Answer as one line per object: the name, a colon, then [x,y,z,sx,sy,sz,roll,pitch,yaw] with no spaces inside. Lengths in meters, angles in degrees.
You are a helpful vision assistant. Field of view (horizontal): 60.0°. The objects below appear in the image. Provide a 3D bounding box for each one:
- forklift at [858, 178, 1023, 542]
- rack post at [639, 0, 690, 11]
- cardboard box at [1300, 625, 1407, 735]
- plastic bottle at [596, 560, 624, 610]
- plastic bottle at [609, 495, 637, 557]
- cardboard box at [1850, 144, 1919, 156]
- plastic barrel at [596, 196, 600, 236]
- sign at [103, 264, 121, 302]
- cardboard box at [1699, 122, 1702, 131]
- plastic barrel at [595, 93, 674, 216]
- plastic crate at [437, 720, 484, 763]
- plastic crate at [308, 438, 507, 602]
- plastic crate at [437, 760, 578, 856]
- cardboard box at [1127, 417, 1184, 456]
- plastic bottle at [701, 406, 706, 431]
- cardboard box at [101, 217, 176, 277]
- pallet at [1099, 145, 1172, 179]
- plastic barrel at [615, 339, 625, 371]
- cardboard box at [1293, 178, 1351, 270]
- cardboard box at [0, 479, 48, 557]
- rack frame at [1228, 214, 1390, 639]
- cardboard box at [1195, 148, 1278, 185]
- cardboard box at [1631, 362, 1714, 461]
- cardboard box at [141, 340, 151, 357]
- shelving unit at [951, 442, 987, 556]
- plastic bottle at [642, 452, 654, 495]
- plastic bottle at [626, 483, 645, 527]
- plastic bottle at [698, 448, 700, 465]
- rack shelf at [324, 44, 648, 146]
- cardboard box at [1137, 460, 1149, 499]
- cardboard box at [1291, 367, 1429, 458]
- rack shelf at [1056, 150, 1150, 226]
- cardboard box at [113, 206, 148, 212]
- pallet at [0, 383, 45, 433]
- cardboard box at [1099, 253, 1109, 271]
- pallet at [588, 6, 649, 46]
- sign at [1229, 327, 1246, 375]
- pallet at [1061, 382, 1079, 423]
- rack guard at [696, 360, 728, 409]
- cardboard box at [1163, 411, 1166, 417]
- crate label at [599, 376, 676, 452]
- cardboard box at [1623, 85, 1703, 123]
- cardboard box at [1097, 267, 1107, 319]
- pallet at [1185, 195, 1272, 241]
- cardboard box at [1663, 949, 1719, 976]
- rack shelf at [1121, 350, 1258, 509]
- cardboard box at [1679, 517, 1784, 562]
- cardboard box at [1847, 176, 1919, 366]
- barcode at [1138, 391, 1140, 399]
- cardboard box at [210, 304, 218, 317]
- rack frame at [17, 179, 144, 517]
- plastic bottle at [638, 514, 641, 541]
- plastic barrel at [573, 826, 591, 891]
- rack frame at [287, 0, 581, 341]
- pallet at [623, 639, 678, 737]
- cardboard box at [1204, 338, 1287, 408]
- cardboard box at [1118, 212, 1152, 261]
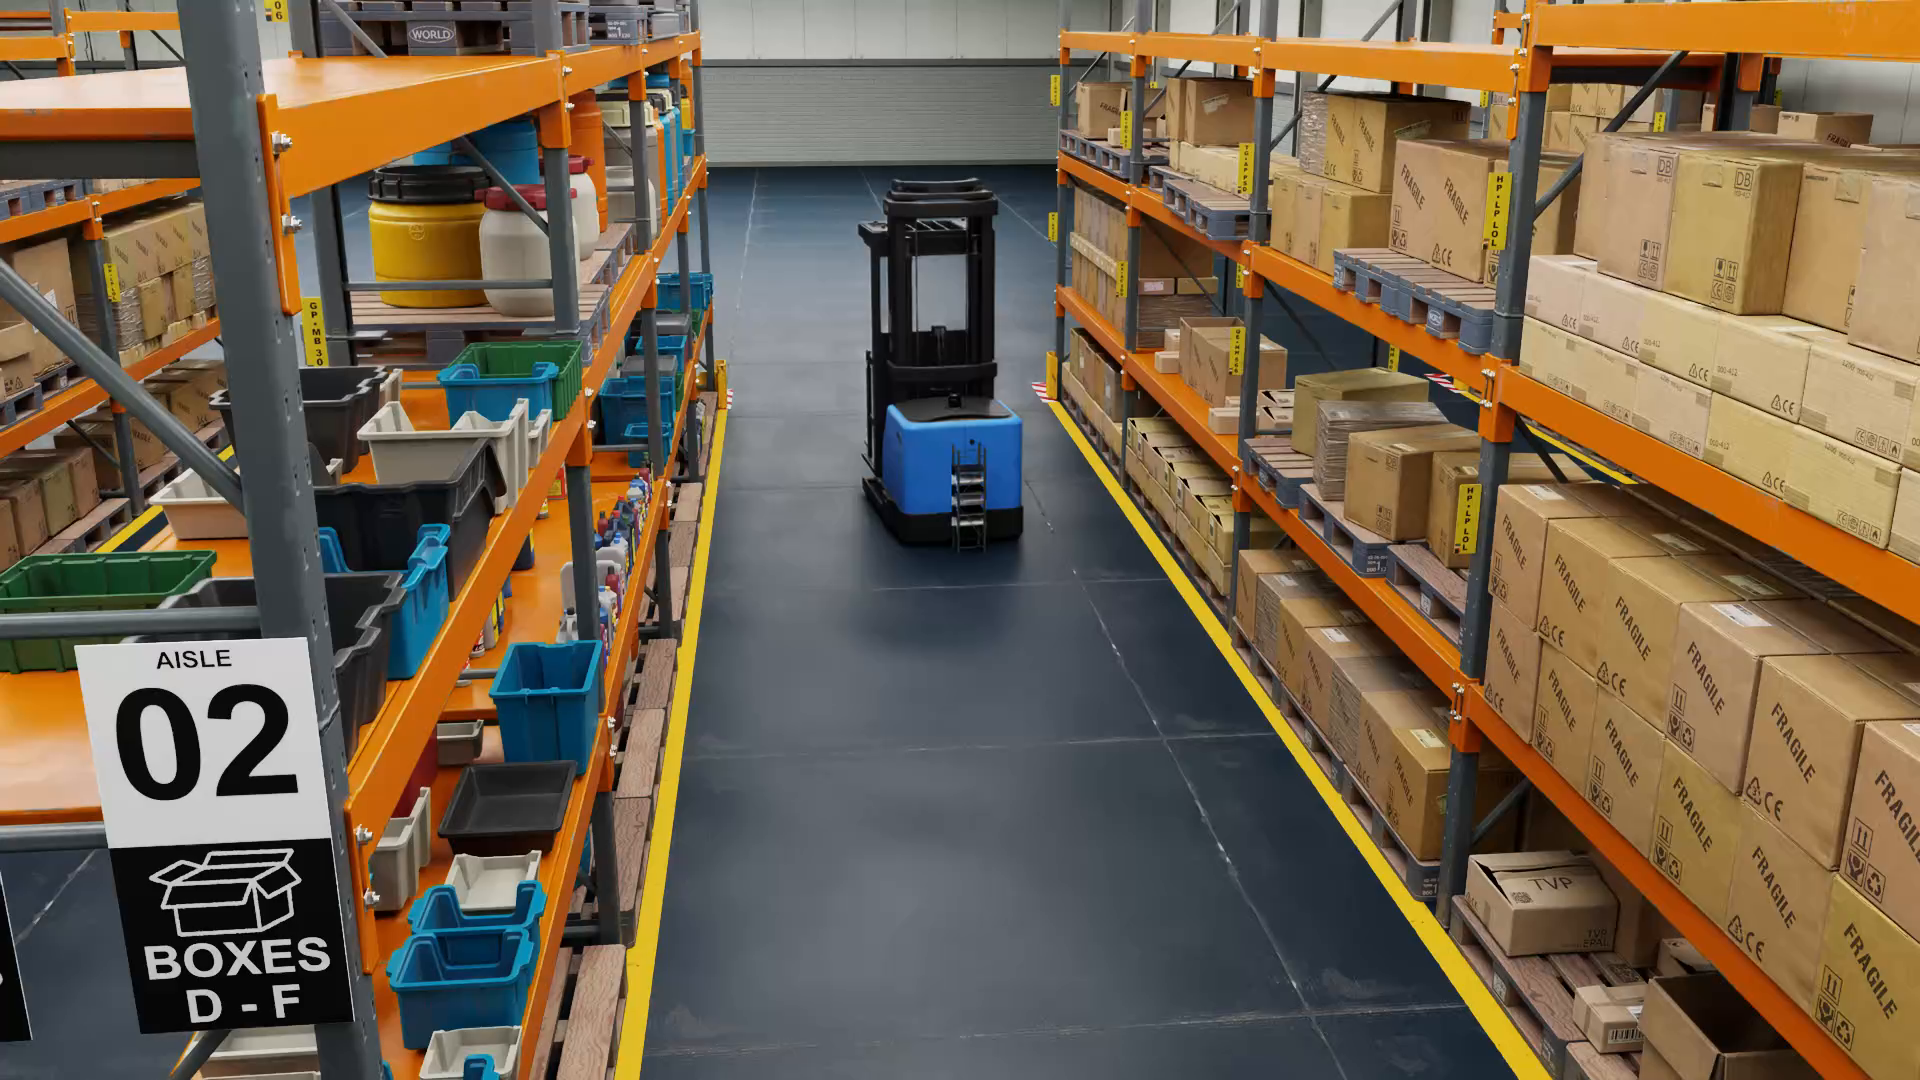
forklift: [-0.291,-1.781,14.957,1.130,2.935,3.031,-4,18,-12]
rack post: [-3.082,-5.233,15.948,0.937,0.300,0.954,-2,18,-7]
cardboard box: [2.368,0.837,9.943,0.500,0.500,0.500,-2,18,-8]
plastic bottle: [-1.839,0.226,8.657,0.152,0.276,0.135,-2,18,-6]
plastic bottle: [-1.928,-0.079,9.504,0.144,0.351,0.185,-2,18,-6]
cardboard box: [7.325,-2.785,12.825,0.797,0.503,0.637,1,17,2]
plastic barrel: [-2.231,-1.850,9.584,0.301,0.262,0.301,0,17,0]
sign: [-7.275,-2.209,14.272,0.100,0.325,0.005,-2,18,-6]
cardboard box: [7.154,-3.739,15.872,0.500,0.500,0.500,-1,17,-4]
plastic barrel: [-2.497,-2.927,12.648,0.600,0.901,0.708,-2,18,-6]
plastic crate: [-2.169,0.833,6.857,0.396,0.136,0.243,-2,18,-6]
plastic crate: [-1.546,-0.081,4.523,0.504,0.338,0.767,-2,18,-6]
plastic crate: [-1.692,1.020,6.279,0.437,0.125,0.590,-2,18,-6]
cardboard box: [1.822,-0.968,15.207,0.500,0.311,0.500,-2,18,-5]
plastic bottle: [-2.674,-1.242,16.939,0.152,0.276,0.135,-2,18,-7]
cardboard box: [-7.724,-2.745,15.579,0.500,0.500,0.500,-2,18,-6]
pallet: [1.914,-3.585,15.729,1.003,0.211,1.213,-2,18,-6]
plastic barrel: [-3.019,-1.564,13.925,0.433,0.535,0.433,0,17,0]
cardboard box: [2.571,-1.949,10.204,0.910,0.500,0.500,-2,18,-6]
cardboard box: [-7.696,-0.162,13.126,0.700,0.500,0.500,-3,18,-10]
rack frame: [2.440,-0.751,11.562,1.000,3.000,0.127,-2,18,-6]
cardboard box: [2.164,-2.931,13.048,0.500,0.250,0.500,-3,18,-10]
cardboard box: [2.754,-0.469,5.904,0.500,0.250,0.500,-2,18,-6]
cardboard box: [-7.616,-1.740,15.131,0.380,0.149,0.250,-2,18,-6]
shelving unit: [0.074,-0.338,13.752,0.258,0.900,0.210,-4,18,-12]
plastic bottle: [-2.021,-0.436,10.754,0.061,0.283,0.133,-2,18,-6]
plastic bottle: [-1.964,-0.211,10.056,0.097,0.271,0.097,0,17,0]
plastic bottle: [-2.507,-0.805,15.670,0.097,0.201,0.097,0,17,0]
rack shelf: [-2.281,-2.332,8.450,1.077,0.370,4.000,-2,18,-6]
cardboard box: [1.874,-0.551,14.815,0.500,0.250,0.500,-1,17,-4]
cardboard box: [2.617,-0.815,10.898,0.700,0.500,0.500,-8,19,-24]
rack shelf: [1.821,-3.627,16.915,1.077,0.370,4.000,-2,18,-6]
cardboard box: [-8.356,-3.026,16.476,0.500,0.500,0.500,-2,18,-6]
pallet: [-7.659,-0.943,12.494,1.003,0.211,1.213,-2,18,-6]
cardboard box: [1.626,-2.832,16.940,0.380,0.149,0.250,-1,17,-4]
pallet: [-2.444,-2.965,9.581,1.213,0.211,1.003,-2,18,-6]
sign: [1.888,-1.286,11.331,0.100,0.325,0.005,-2,18,-6]
pallet: [1.735,-1.578,18.851,1.003,0.211,1.213,-2,18,-6]
rack guard: [-3.258,-1.769,18.977,1.175,0.500,0.348,-2,18,-6]
cardboard box: [2.232,-1.486,16.540,0.500,0.500,0.500,-2,18,-6]
crate label: [-2.321,-0.921,12.043,0.502,0.435,0.616,-2,18,-6]
cardboard box: [6.633,-4.204,15.681,0.500,0.500,0.500,-3,18,-10]
cardboard box: [1.813,-2.582,17.226,0.700,0.500,0.500,-1,17,-4]
pallet: [2.281,-2.292,11.777,1.213,0.211,1.003,-1,17,-3]
cardboard box: [3.271,1.898,6.879,0.500,0.311,0.500,-2,18,-6]
rack shelf: [2.234,-1.004,13.568,1.077,0.370,4.000,-2,18,-6]
cardboard box: [3.218,0.211,6.661,0.500,0.500,0.500,-2,18,-7]
cardboard box: [3.070,-0.774,4.789,0.700,0.500,0.500,-2,18,-6]
barcode: [1.640,-1.330,15.240,0.001,0.075,0.075,-2,18,-6]
cardboard box: [-7.892,-2.409,17.262,0.380,0.149,0.250,-2,18,-6]
rack frame: [-7.827,-1.638,14.387,1.000,3.000,0.127,-2,18,-6]
plastic bottle: [-1.934,-0.091,9.789,0.097,0.201,0.097,0,17,0]
plastic barrel: [-2.114,1.230,8.052,0.600,0.901,0.708,-2,18,-6]
rack frame: [-2.075,-2.270,6.384,1.000,3.000,0.127,-2,18,-6]
pallet: [-2.365,0.965,10.752,1.003,0.211,1.213,-2,18,-6]
cardboard box: [2.251,-1.298,13.138,0.500,0.500,0.500,-3,18,-9]
cardboard box: [1.922,-2.892,16.049,0.700,0.500,0.500,-2,18,-6]
